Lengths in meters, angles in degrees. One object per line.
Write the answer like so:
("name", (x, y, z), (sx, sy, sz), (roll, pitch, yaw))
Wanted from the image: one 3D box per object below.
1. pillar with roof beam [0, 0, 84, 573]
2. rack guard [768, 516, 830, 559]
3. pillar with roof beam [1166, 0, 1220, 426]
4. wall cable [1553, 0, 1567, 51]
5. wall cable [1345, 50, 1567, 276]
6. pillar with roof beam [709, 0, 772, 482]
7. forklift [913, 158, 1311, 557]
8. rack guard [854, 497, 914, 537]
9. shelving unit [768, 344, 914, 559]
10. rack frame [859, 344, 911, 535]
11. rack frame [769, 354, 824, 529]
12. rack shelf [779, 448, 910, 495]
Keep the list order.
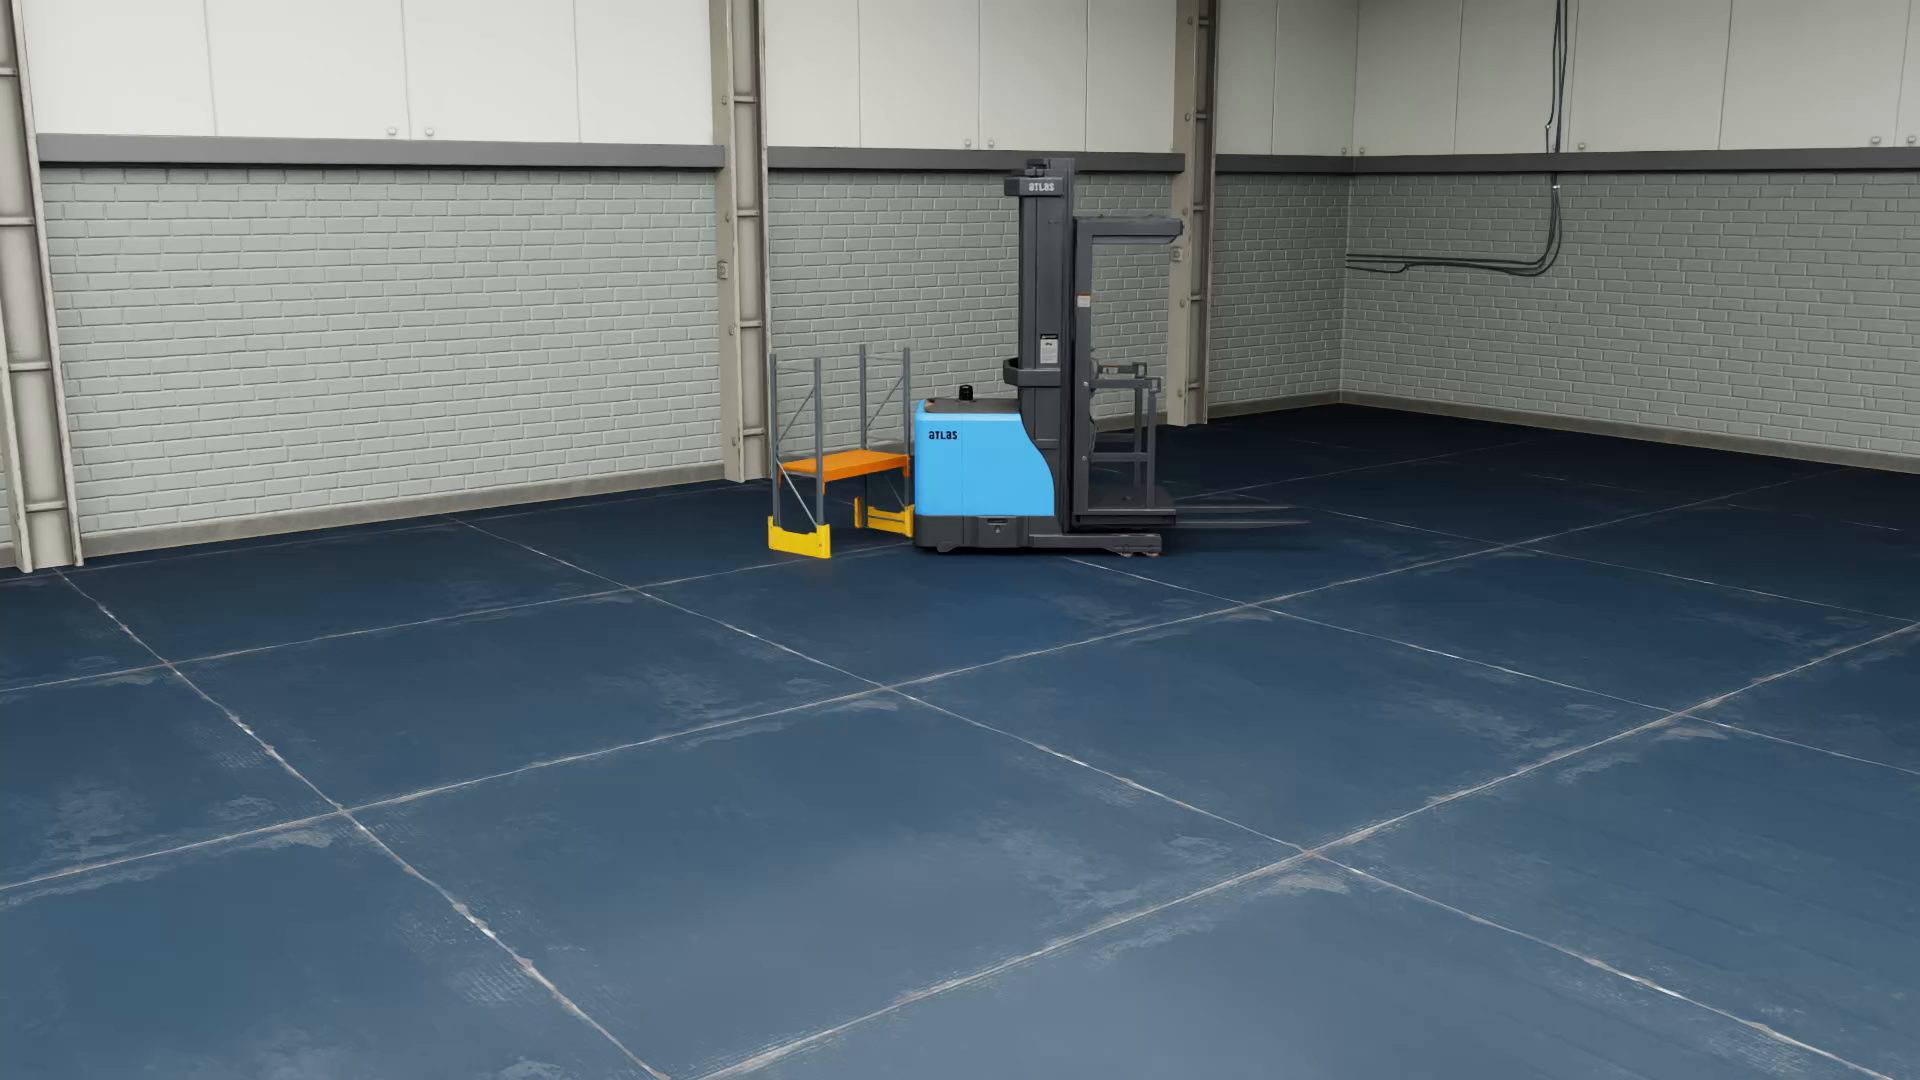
("pillar with roof beam", (-4.014, -3.517, 8.028), (0.400, 9.000, 9.100), (-9, 15, -38))
("rack guard", (-1.226, -0.025, 12.644), (0.587, 0.250, 0.087), (9, 15, 37))
("pillar with roof beam", (5.356, -5.074, 15.361), (0.400, 9.000, 9.100), (-9, 15, -38))
("wall cable", (7.483, -6.453, 17.171), (0.112, 2.526, 3.097), (-9, 15, -38))
("wall cable", (5.793, -4.421, 19.762), (0.112, 2.526, 3.097), (-9, 15, -38))
("pillar with roof beam", (0.671, -4.296, 11.694), (0.400, 9.000, 9.100), (-9, 15, -38))
("forklift", (1.163, -1.419, 12.755), (3.031, 2.935, 1.130), (0, 12, 0))
("rack guard", (-0.611, -0.187, 13.409), (0.587, 0.250, 0.087), (9, 15, 37))
("shelving unit", (-0.919, -0.717, 12.897), (0.587, 1.500, 1.083), (9, 15, 37))
("rack frame", (-0.599, -0.802, 13.294), (0.500, 1.500, 0.032), (9, 15, 37))
("rack frame", (-1.227, -0.636, 12.513), (0.500, 1.500, 0.032), (9, 15, 37))
("rack shelf", (-0.913, -0.543, 12.941), (0.538, 0.185, 1.000), (9, 15, 37))
